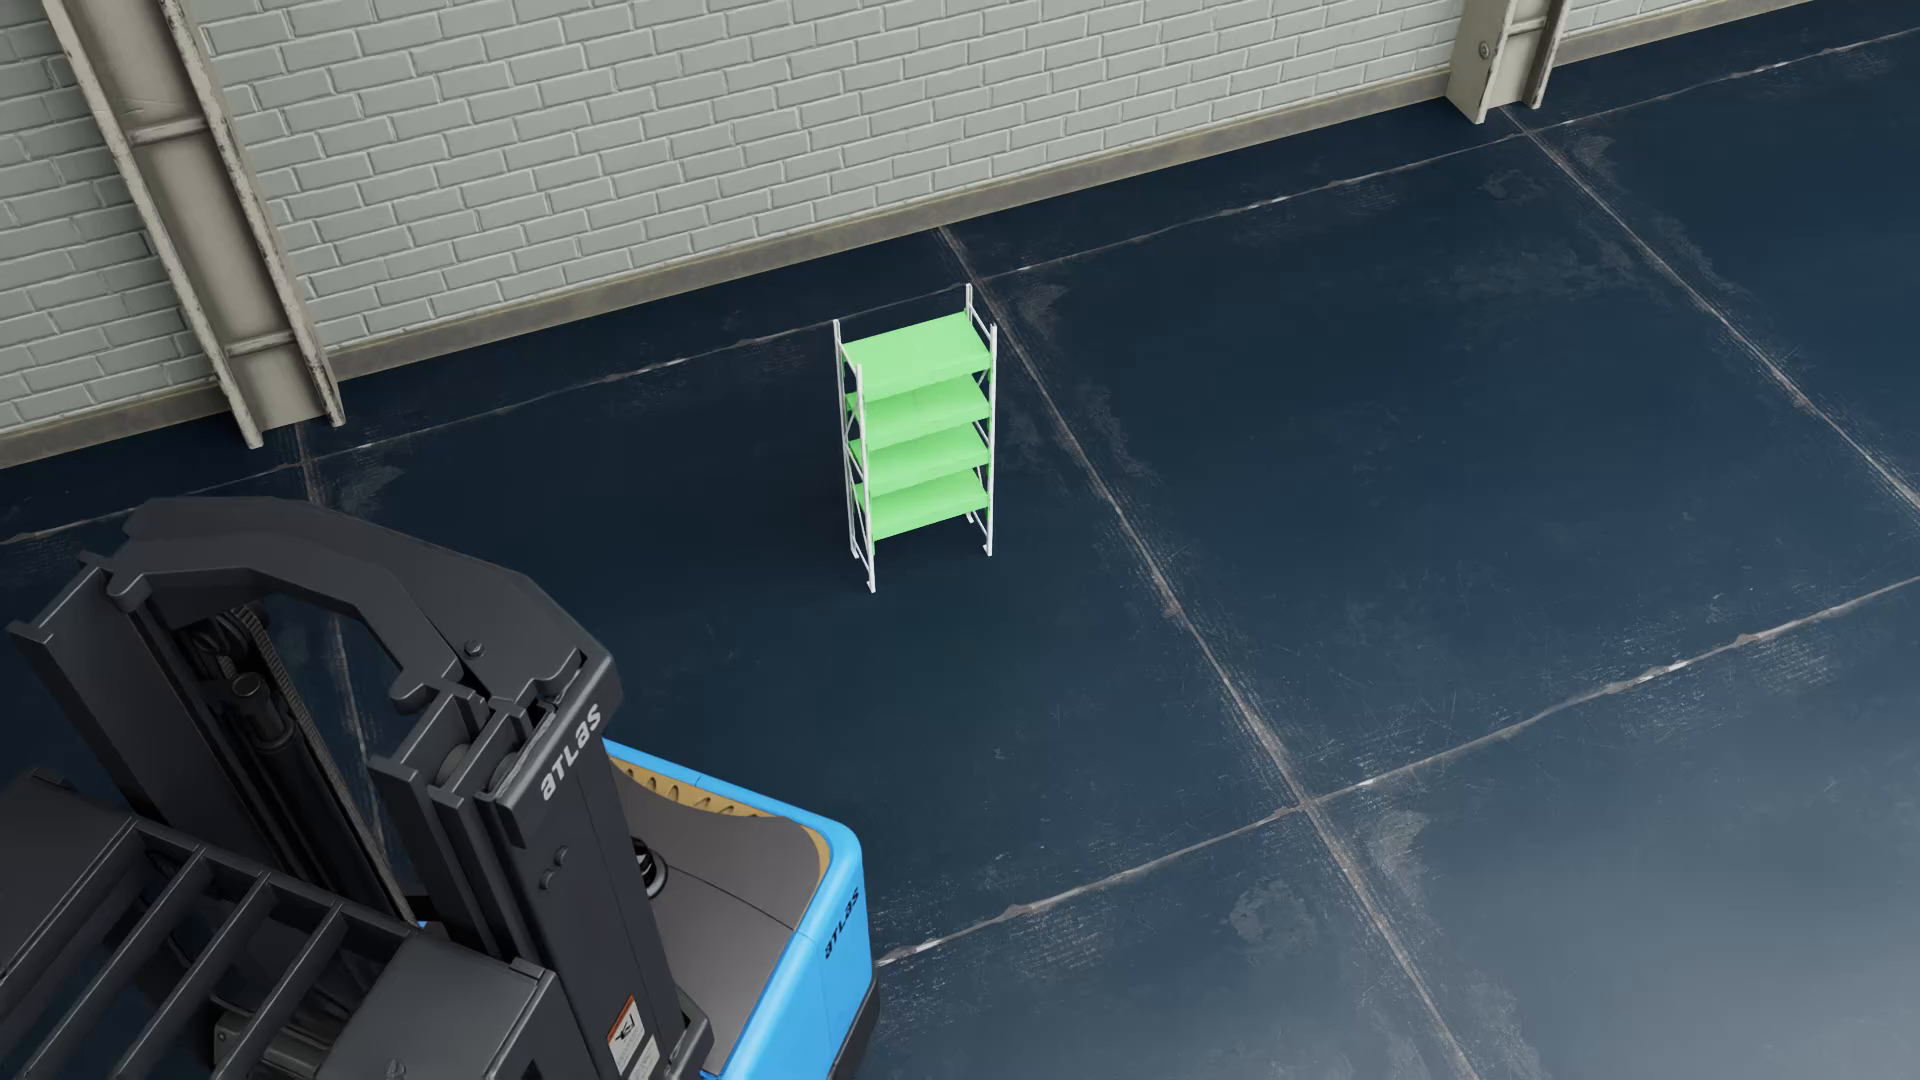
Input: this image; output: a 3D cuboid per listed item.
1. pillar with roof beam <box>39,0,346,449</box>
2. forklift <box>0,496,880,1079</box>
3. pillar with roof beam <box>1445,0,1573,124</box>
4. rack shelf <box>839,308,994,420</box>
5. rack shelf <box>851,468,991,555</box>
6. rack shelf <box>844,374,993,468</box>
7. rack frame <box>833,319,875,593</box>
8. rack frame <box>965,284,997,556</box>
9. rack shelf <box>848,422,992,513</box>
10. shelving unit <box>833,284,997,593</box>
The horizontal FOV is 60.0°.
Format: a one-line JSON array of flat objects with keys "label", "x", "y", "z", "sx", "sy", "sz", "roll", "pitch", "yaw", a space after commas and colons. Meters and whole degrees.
[{"label": "pillar with roof beam", "x": -1.202, "y": -0.449, "z": 1.045, "sx": 0.400, "sy": 9.000, "sz": 9.100, "roll": -17, "pitch": 52, "yaw": -14}, {"label": "forklift", "x": -1.274, "y": 1.434, "z": 3.427, "sx": 1.130, "sy": 2.935, "sz": 3.031, "roll": 17, "pitch": 51, "yaw": 14}, {"label": "pillar with roof beam", "x": 4.352, "y": -2.170, "z": 2.523, "sx": 0.400, "sy": 9.000, "sz": 9.100, "roll": -17, "pitch": 52, "yaw": -14}, {"label": "rack shelf", "x": -0.153, "y": -0.614, "z": 5.779, "sx": 0.480, "sy": 0.148, "sz": 0.258, "roll": -17, "pitch": 52, "yaw": -14}, {"label": "rack shelf", "x": -0.153, "y": -0.145, "z": 6.325, "sx": 0.480, "sy": 0.148, "sz": 0.258, "roll": -17, "pitch": 52, "yaw": -14}, {"label": "rack shelf", "x": -0.153, "y": -0.458, "z": 5.961, "sx": 0.480, "sy": 0.148, "sz": 0.258, "roll": -17, "pitch": 52, "yaw": -14}, {"label": "rack frame", "x": -0.379, "y": -0.273, "z": 6.035, "sx": 0.015, "sy": 1.200, "sz": 0.240, "roll": -17, "pitch": 52, "yaw": -14}, {"label": "rack frame", "x": 0.073, "y": -0.413, "z": 6.155, "sx": 0.015, "sy": 1.200, "sz": 0.240, "roll": -17, "pitch": 52, "yaw": -14}, {"label": "rack shelf", "x": -0.153, "y": -0.302, "z": 6.143, "sx": 0.480, "sy": 0.148, "sz": 0.258, "roll": -17, "pitch": 52, "yaw": -14}, {"label": "shelving unit", "x": -0.153, "y": -0.343, "z": 6.095, "sx": 0.503, "sy": 1.200, "sz": 0.258, "roll": -17, "pitch": 52, "yaw": -14}]
